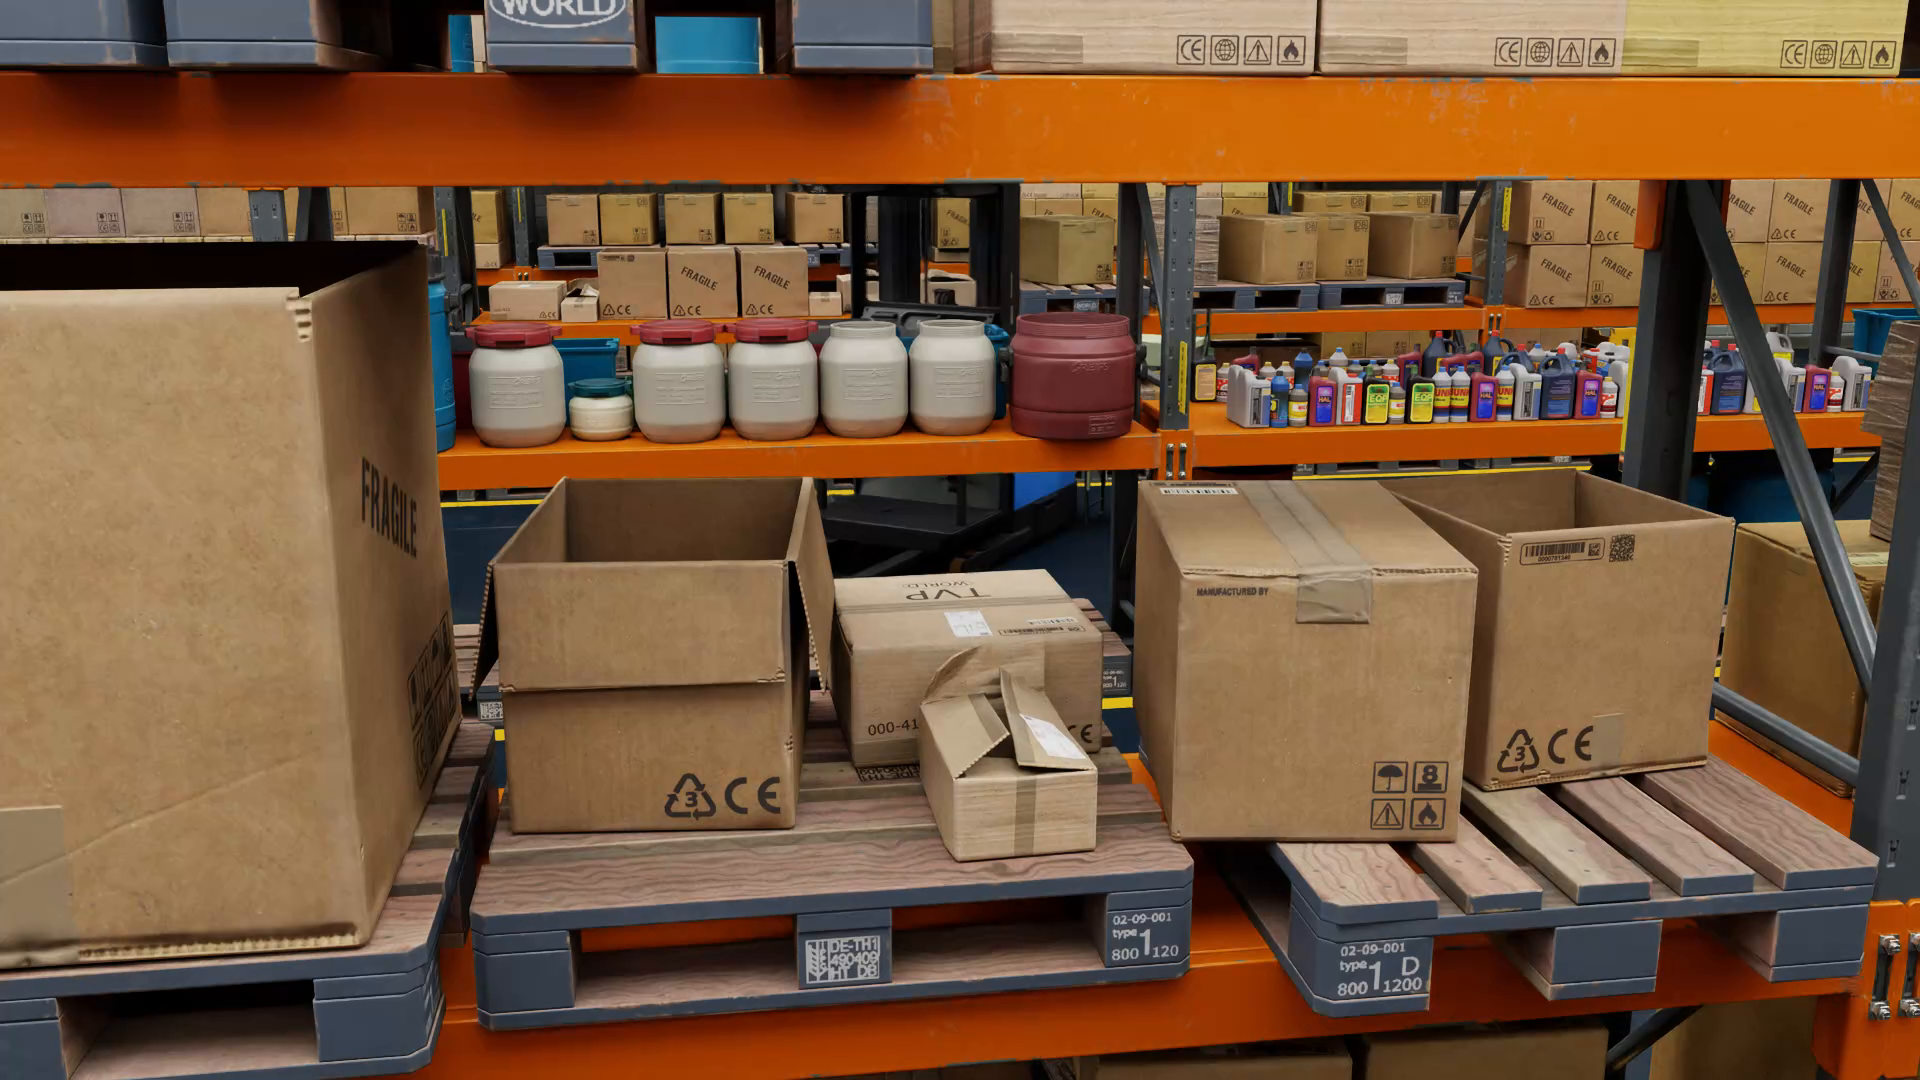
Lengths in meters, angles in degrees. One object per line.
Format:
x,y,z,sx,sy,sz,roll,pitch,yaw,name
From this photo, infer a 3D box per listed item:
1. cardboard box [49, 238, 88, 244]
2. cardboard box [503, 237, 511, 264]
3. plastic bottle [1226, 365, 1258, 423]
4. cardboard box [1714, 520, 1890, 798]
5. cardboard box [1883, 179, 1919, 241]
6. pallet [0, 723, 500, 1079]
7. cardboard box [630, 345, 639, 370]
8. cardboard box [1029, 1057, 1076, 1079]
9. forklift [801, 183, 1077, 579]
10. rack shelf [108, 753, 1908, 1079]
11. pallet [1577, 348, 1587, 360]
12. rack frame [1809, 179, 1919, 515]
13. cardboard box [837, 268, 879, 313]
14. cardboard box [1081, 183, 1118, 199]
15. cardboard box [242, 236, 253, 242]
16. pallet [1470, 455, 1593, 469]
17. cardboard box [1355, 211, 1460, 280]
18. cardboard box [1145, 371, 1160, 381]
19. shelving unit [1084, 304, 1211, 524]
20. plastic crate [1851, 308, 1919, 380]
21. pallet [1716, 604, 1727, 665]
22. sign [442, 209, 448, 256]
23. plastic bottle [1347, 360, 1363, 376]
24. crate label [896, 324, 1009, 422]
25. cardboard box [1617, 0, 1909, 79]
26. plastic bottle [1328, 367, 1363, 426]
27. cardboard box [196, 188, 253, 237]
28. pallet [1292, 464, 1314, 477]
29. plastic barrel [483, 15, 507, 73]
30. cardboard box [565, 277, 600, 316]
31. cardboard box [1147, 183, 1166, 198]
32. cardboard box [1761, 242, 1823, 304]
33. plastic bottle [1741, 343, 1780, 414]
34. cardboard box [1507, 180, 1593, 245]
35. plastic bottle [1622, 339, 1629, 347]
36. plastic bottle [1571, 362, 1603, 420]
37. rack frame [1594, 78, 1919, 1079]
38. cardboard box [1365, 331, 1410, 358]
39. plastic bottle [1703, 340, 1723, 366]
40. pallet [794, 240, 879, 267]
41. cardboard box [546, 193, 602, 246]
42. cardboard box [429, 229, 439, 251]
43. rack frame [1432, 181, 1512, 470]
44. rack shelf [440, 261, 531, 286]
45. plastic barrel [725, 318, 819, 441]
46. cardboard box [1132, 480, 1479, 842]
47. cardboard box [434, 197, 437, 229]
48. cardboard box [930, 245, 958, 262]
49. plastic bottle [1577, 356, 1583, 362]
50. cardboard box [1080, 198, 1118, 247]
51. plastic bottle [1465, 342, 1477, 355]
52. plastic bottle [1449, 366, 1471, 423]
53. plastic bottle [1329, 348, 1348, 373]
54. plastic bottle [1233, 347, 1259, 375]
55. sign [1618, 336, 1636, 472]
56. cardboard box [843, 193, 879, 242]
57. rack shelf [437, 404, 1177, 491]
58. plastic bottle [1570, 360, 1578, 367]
-6.257,-2.076,11.793,0.250,0.149,0.380,-3,14,-10,cardboard box
-4.981,-3.020,17.366,0.500,0.250,0.500,-2,14,-8,cardboard box
1.401,-0.725,8.201,0.135,0.276,0.152,-2,14,-8,plastic bottle
2.136,0.255,3.834,0.500,0.500,0.500,-2,14,-7,cardboard box
7.725,-2.743,13.733,0.500,0.500,0.500,-2,14,-9,cardboard box
-1.493,0.626,2.953,1.213,0.211,1.003,-2,14,-8,pallet
-3.255,-2.111,17.708,0.500,0.500,0.700,-2,14,-9,cardboard box
0.479,1.432,3.579,0.500,0.500,0.700,-3,14,-13,cardboard box
-0.310,-1.272,10.268,1.130,2.935,3.031,7,16,26,forklift
-0.293,0.802,3.336,4.000,0.370,1.077,-2,14,-8,rack shelf
6.603,-2.083,19.095,1.213,0.211,1.003,-2,14,-8,pallet
4.903,-0.956,8.866,0.127,3.000,1.000,-2,14,-8,rack frame
-0.700,-1.973,13.107,0.500,0.311,0.500,-2,14,-9,cardboard box
1.488,-3.773,17.701,0.500,0.250,0.500,-2,14,-9,cardboard box
-4.986,-2.123,11.980,0.250,0.149,0.380,-2,14,-9,cardboard box
4.848,-0.819,14.055,1.213,0.211,1.003,-2,14,-8,pallet
3.667,-2.436,13.700,0.500,0.500,0.700,-7,16,-27,cardboard box
1.615,-1.112,13.725,0.500,0.500,0.500,-3,14,-10,cardboard box
1.294,-0.850,11.529,0.755,1.500,0.431,6,15,23,shelving unit
5.313,-1.076,9.255,0.575,0.384,0.392,-2,14,-8,plastic crate
4.133,0.415,9.133,1.213,0.211,1.003,-2,14,-8,pallet
-3.658,-2.182,11.814,0.005,0.325,0.100,-2,14,-8,sign
2.110,-0.857,8.882,0.097,0.201,0.097,0,14,0,plastic bottle
-0.075,-0.857,8.399,0.616,0.435,0.502,-2,14,-8,crate label
1.252,-0.925,2.887,0.500,0.250,0.500,-2,14,-8,cardboard box
1.881,-0.705,8.122,0.135,0.276,0.152,-2,14,-8,plastic bottle
-5.175,-2.481,12.075,0.500,0.500,0.700,-2,14,-8,cardboard box
2.161,-0.711,13.623,1.213,0.211,1.003,-2,14,-8,pallet
-1.891,-2.458,7.660,0.600,0.901,0.600,0,14,0,plastic barrel
-2.900,-1.868,12.781,0.258,0.266,0.396,-2,14,-10,cardboard box
1.992,-3.792,17.775,0.500,0.250,0.500,-2,14,-7,cardboard box
6.715,-2.223,13.712,0.500,0.500,0.500,-2,14,-8,cardboard box
4.042,-0.820,8.425,0.185,0.351,0.144,-2,14,-8,plastic bottle
4.676,-2.630,13.282,0.500,0.500,0.500,-2,14,-7,cardboard box
3.598,-0.956,9.108,0.133,0.283,0.061,-2,14,-8,plastic bottle
3.117,-0.743,8.257,0.133,0.283,0.061,-2,14,-8,plastic bottle
1.686,0.382,3.534,0.053,2.616,0.949,-2,14,-8,rack frame
4.679,-2.350,18.700,0.500,0.500,0.700,-2,14,-9,cardboard box
3.838,-0.848,8.537,0.185,0.351,0.144,-2,14,-8,plastic bottle
-1.217,-3.049,17.608,1.003,0.211,1.213,-2,14,-8,pallet
-3.976,-3.321,17.187,0.500,0.500,0.700,-2,14,-8,cardboard box
-4.037,-2.257,12.517,0.250,0.149,0.380,-2,14,-8,cardboard box
4.168,-2.147,13.617,0.127,3.000,1.000,-2,14,-8,rack frame
-6.462,-2.627,17.011,4.000,0.370,1.077,-2,14,-8,rack shelf
-0.876,-0.756,7.790,0.433,0.535,0.433,0,14,0,plastic barrel
0.620,0.202,3.181,0.500,0.500,0.700,0,14,0,cardboard box
-5.398,-3.238,16.694,0.500,0.500,0.500,-2,14,-9,cardboard box
-0.169,-3.038,17.644,0.250,0.149,0.380,-2,14,-9,cardboard box
3.354,-0.903,9.064,0.097,0.201,0.097,0,14,0,plastic bottle
1.514,-3.407,17.784,0.500,0.500,0.500,-2,14,-7,cardboard box
2.729,-0.924,8.981,0.133,0.283,0.061,-2,14,-8,plastic bottle
2.456,-0.717,8.180,0.097,0.271,0.097,0,14,0,plastic bottle
2.014,-0.888,8.860,0.097,0.271,0.097,0,14,0,plastic bottle
1.512,-0.880,8.803,0.133,0.283,0.061,-2,14,-8,plastic bottle
1.599,-0.314,3.928,0.005,0.325,0.100,-2,14,-8,sign
-0.992,-3.436,17.647,0.500,0.500,0.700,-4,15,-15,cardboard box
-1.030,-0.389,8.086,4.000,0.370,1.077,-2,14,-8,rack shelf
3.280,-0.863,8.904,0.097,0.201,0.097,0,14,0,plastic bottle
